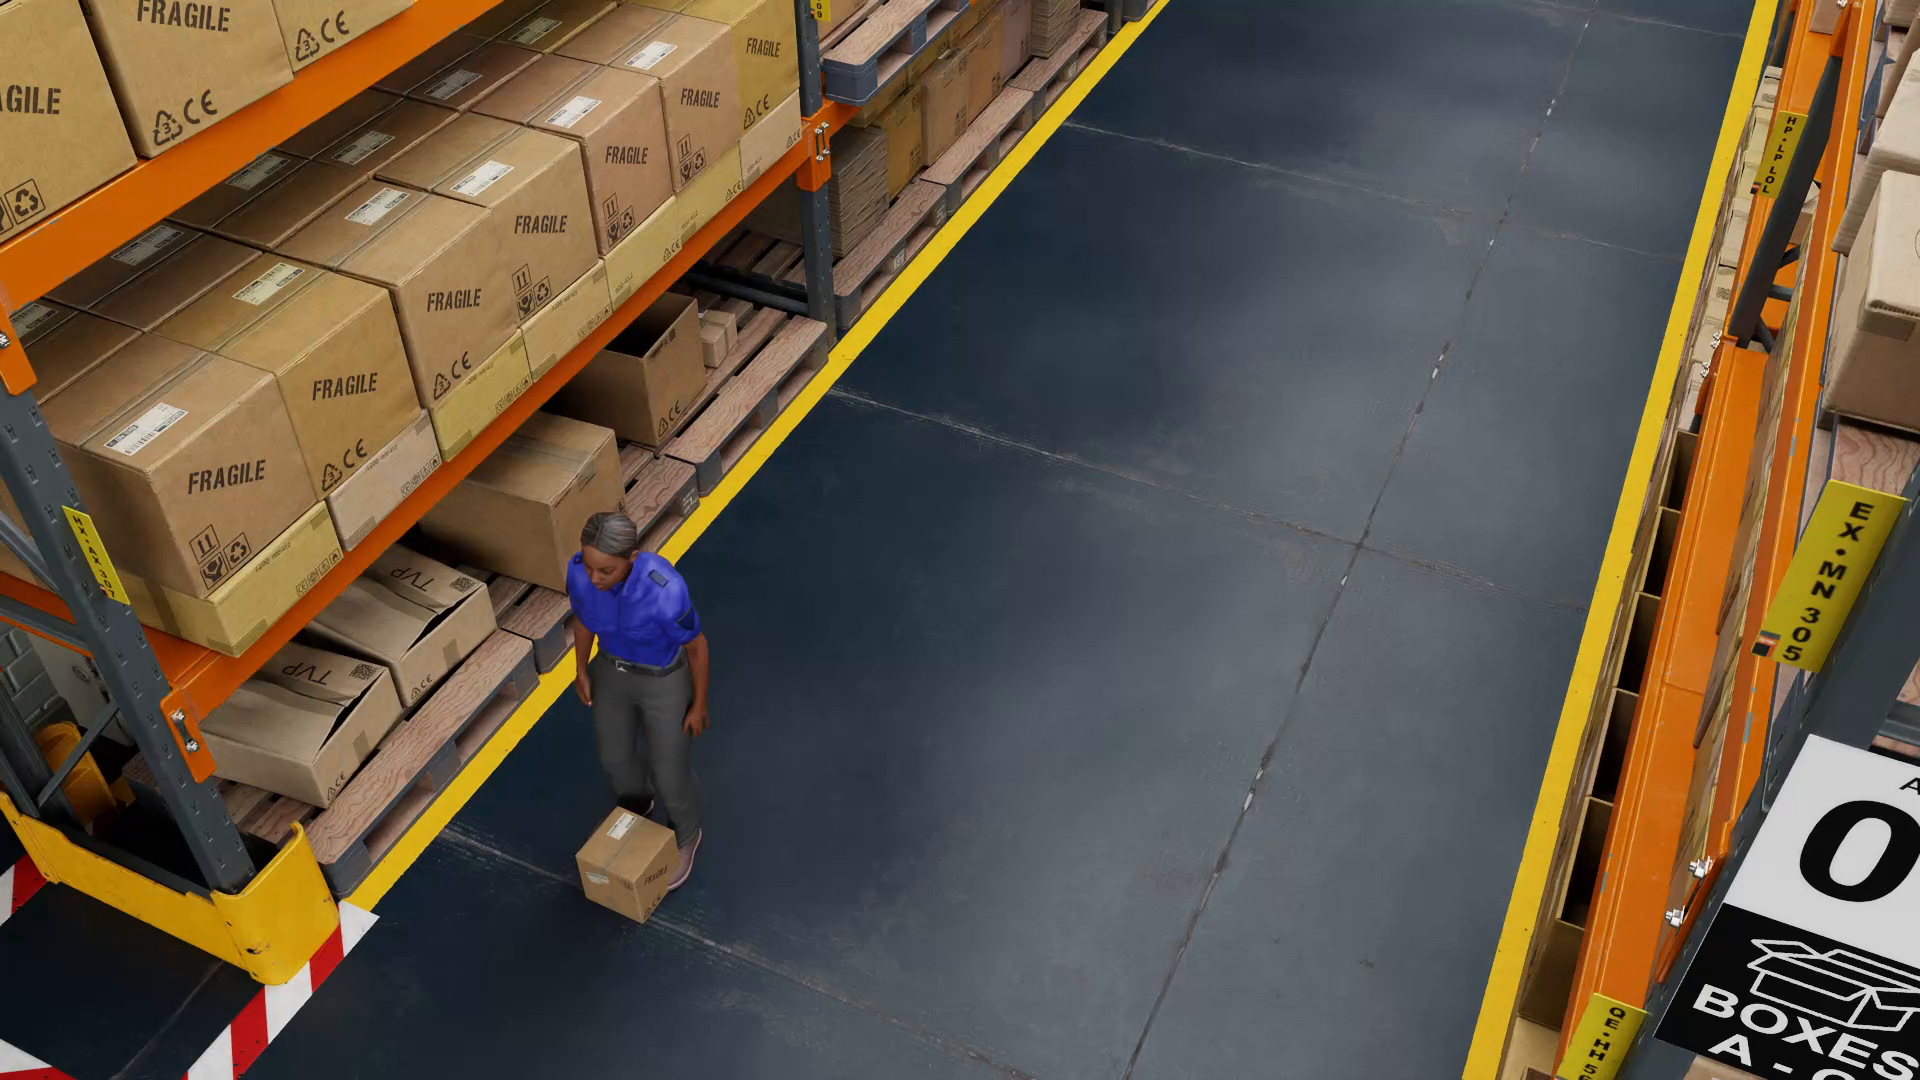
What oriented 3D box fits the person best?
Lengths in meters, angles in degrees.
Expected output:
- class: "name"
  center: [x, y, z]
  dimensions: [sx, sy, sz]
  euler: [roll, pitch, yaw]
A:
- class: "person"
  center: [-1.096, 0.509, 5.604]
  dimensions: [0.530, 1.654, 0.403]
  euler: [15, 44, 16]
